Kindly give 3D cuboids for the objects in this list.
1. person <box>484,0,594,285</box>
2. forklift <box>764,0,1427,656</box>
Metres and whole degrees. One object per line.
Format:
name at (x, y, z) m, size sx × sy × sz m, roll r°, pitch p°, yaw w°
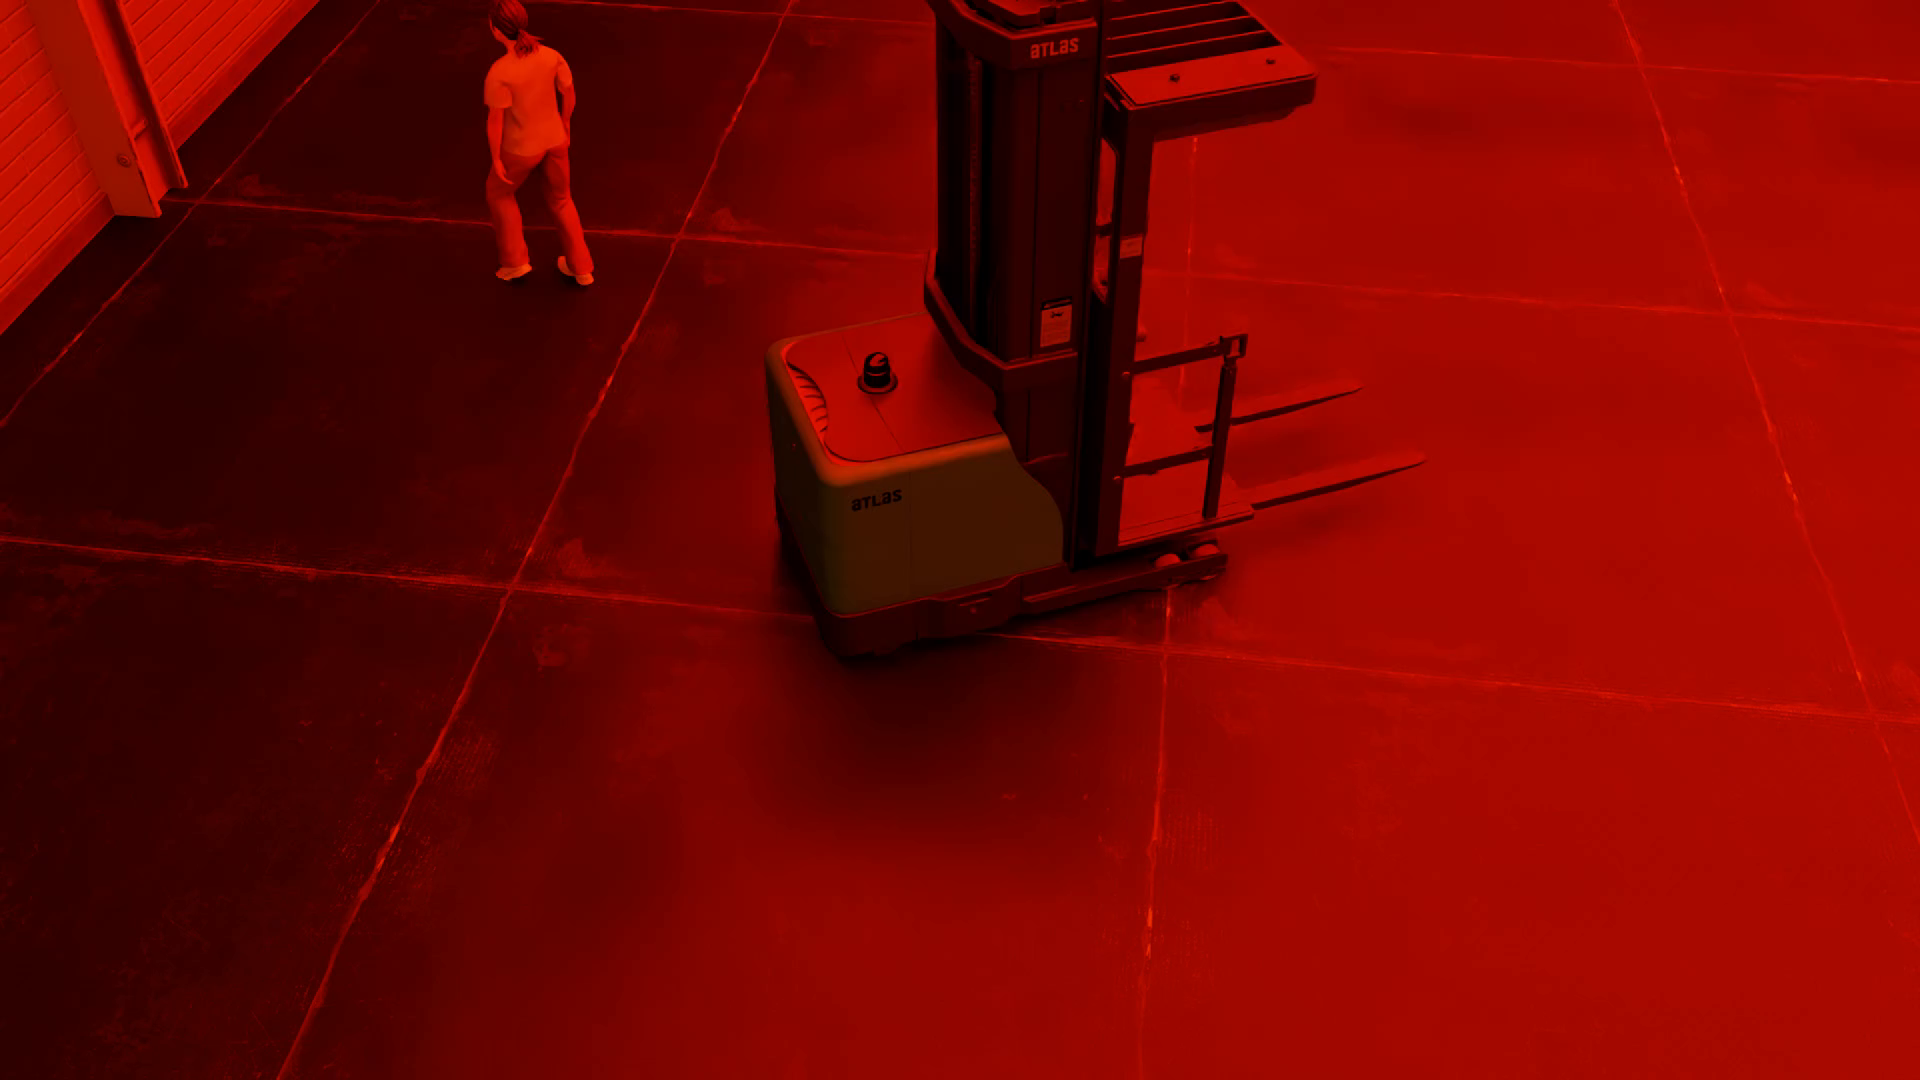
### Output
person at (-2.331, -2.132, 9.035) m, size 0.561 × 1.710 × 0.529 m, roll -33°, pitch 52°, yaw -30°
forklift at (0.707, -1.177, 7.006) m, size 3.031 × 2.935 × 1.130 m, roll -13°, pitch 44°, yaw -14°
